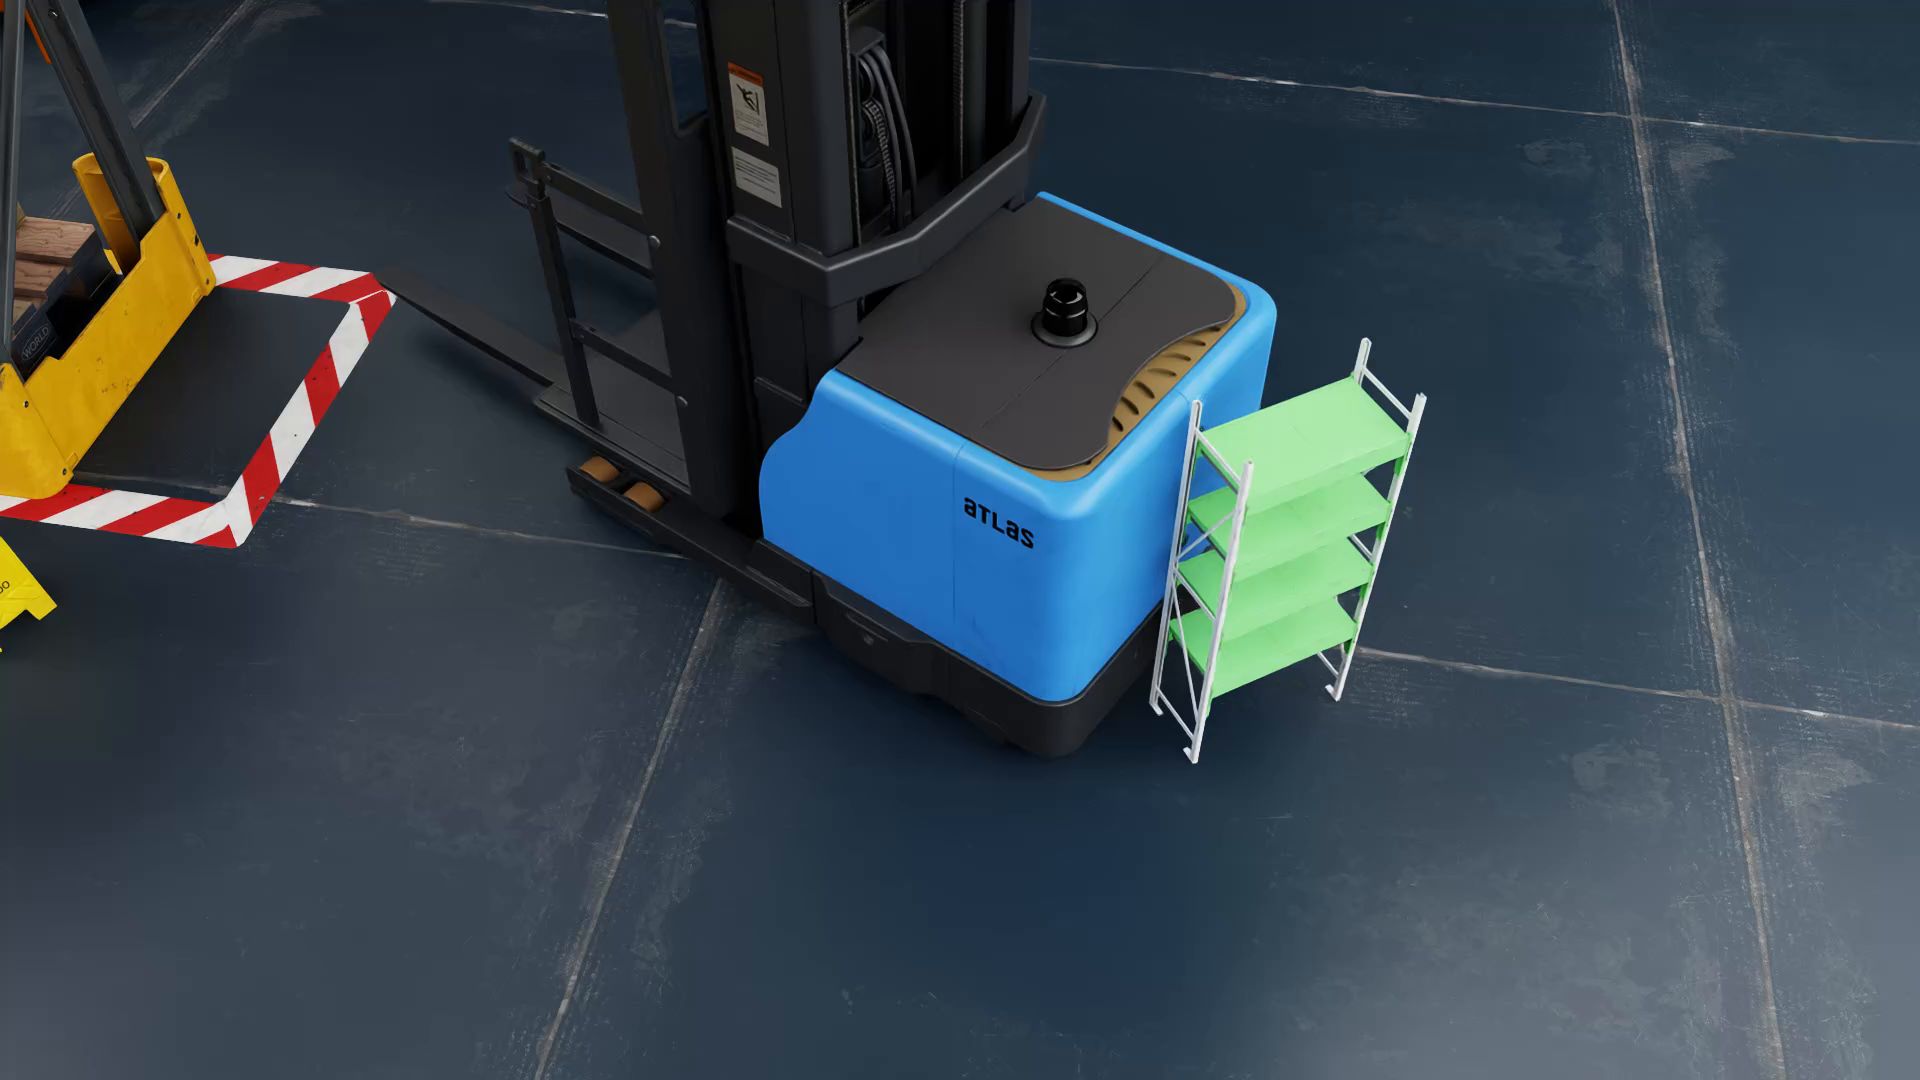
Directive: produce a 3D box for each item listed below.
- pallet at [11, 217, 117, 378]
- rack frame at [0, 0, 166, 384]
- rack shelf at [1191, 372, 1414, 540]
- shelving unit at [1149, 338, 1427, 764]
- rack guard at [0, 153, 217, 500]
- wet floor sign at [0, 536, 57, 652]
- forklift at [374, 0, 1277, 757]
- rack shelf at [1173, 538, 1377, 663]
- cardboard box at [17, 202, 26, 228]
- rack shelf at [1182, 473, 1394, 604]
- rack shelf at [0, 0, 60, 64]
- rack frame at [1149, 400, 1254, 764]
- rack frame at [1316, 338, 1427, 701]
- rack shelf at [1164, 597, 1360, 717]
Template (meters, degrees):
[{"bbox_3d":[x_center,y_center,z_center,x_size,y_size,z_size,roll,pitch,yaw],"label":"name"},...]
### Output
[{"bbox_3d":[-3.783,-0.778,5.807,1.213,0.211,1.003,8,49,7],"label":"pallet"},{"bbox_3d":[-2.915,-1.566,4.641,0.127,3.000,1.000,8,49,7],"label":"rack frame"},{"bbox_3d":[0.828,-0.210,4.072,0.480,0.148,0.258,-21,51,-18],"label":"rack shelf"},{"bbox_3d":[0.827,0.067,4.382,0.503,1.200,0.258,-21,51,-18],"label":"shelving unit"},{"bbox_3d":[-2.989,-0.741,5.580,0.348,0.500,1.175,8,49,7],"label":"rack guard"},{"bbox_3d":[-2.918,0.029,4.790,0.232,0.644,0.267,23,52,20],"label":"wet floor sign"},{"bbox_3d":[-0.628,-1.283,4.432,3.031,2.935,1.130,29,54,24],"label":"forklift"},{"bbox_3d":[0.827,0.110,4.430,0.480,0.148,0.258,-21,51,-18],"label":"rack shelf"},{"bbox_3d":[-3.659,-1.097,5.785,0.500,0.250,0.500,7,48,7],"label":"cardboard box"},{"bbox_3d":[0.827,-0.050,4.251,0.480,0.148,0.258,-21,51,-18],"label":"rack shelf"},{"bbox_3d":[-4.883,-1.590,5.146,4.000,0.370,1.077,8,49,7],"label":"rack shelf"},{"bbox_3d":[0.610,0.149,4.309,0.015,1.200,0.240,-21,51,-18],"label":"rack frame"},{"bbox_3d":[1.045,-0.015,4.456,0.015,1.200,0.240,-21,51,-18],"label":"rack frame"},{"bbox_3d":[0.827,0.270,4.609,0.480,0.148,0.258,-21,51,-18],"label":"rack shelf"}]
